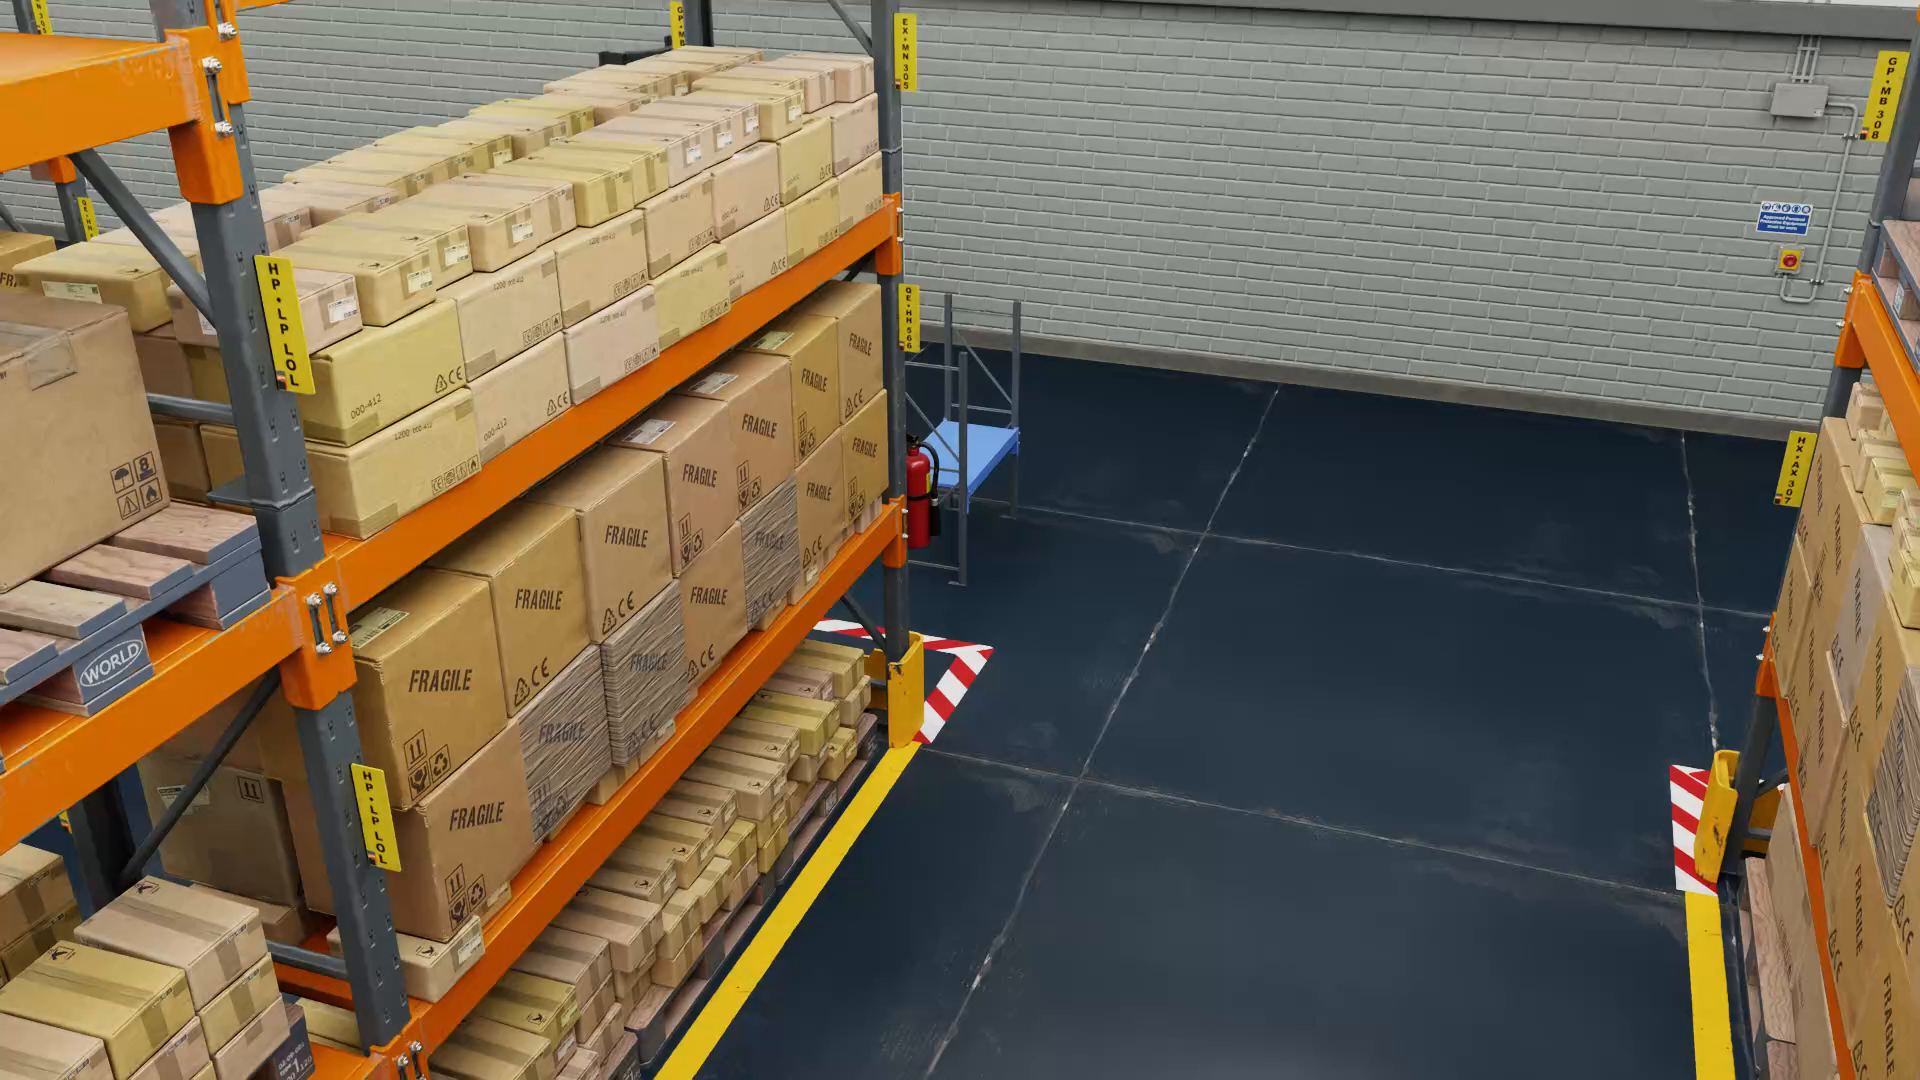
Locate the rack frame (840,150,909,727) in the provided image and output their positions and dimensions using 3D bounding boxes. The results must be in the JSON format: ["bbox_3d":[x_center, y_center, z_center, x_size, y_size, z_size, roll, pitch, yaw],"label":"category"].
[{"bbox_3d":[-0.753,-0.458,8.254,1.000,3.000,0.127,9,27,17],"label":"rack frame"}]

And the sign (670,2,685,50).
[{"bbox_3d":[-1.265,-2.280,7.572,0.100,0.325,0.005,9,27,17],"label":"sign"}]

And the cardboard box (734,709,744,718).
[{"bbox_3d":[-1.239,0.925,8.188,0.380,0.149,0.250,9,27,17],"label":"cardboard box"}]

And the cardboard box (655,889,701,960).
[{"bbox_3d":[-1.265,1.507,6.644,0.380,0.149,0.250,9,27,17],"label":"cardboard box"}]

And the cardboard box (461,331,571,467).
[{"bbox_3d":[-1.523,-0.456,4.979,0.500,0.250,0.500,8,27,17],"label":"cardboard box"}]

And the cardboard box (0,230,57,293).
[{"bbox_3d":[-5.311,-1.384,9.137,0.500,0.500,0.500,9,27,18],"label":"cardboard box"}]

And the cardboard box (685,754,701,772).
[{"bbox_3d":[-1.017,1.070,7.546,0.380,0.149,0.250,8,27,17],"label":"cardboard box"}]

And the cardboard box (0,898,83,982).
[{"bbox_3d":[-2.649,1.071,4.560,0.380,0.149,0.250,9,27,18],"label":"cardboard box"}]

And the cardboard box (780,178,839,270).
[{"bbox_3d":[-0.818,-1.304,6.732,0.500,0.250,0.500,9,27,18],"label":"cardboard box"}]

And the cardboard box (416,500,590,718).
[{"bbox_3d":[-1.546,0.192,5.309,0.500,0.500,0.500,8,27,16],"label":"cardboard box"}]

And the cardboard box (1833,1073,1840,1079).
[{"bbox_3d":[3.225,2.216,5.189,0.875,0.438,0.875,8,27,16],"label":"cardboard box"}]

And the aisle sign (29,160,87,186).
[{"bbox_3d":[-5.090,-2.375,9.230,0.394,0.787,0.004,9,27,17],"label":"aisle sign"}]

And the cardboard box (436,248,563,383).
[{"bbox_3d":[-1.527,-0.689,4.887,0.500,0.250,0.500,9,27,17],"label":"cardboard box"}]

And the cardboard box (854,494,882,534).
[{"bbox_3d":[-0.595,-0.170,7.947,0.380,0.149,0.250,9,27,18],"label":"cardboard box"}]

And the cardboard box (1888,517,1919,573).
[{"bbox_3d":[3.124,0.068,5.161,0.380,0.149,0.250,9,27,18],"label":"cardboard box"}]

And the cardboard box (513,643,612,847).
[{"bbox_3d":[-1.524,0.636,5.539,0.500,0.500,0.500,9,27,17],"label":"cardboard box"}]

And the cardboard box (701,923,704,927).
[{"bbox_3d":[-1.251,1.519,6.960,0.380,0.149,0.250,10,27,19],"label":"cardboard box"}]

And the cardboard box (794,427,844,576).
[{"bbox_3d":[-0.836,-0.204,7.273,0.500,0.500,0.500,8,27,17],"label":"cardboard box"}]

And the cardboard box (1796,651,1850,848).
[{"bbox_3d":[3.190,0.747,5.650,0.500,0.500,0.500,9,27,17],"label":"cardboard box"}]

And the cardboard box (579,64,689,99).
[{"bbox_3d":[-1.337,-1.842,6.811,0.380,0.149,0.250,9,27,17],"label":"cardboard box"}]

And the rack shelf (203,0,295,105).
[{"bbox_3d":[-1.419,-2.011,5.406,1.077,0.370,4.000,9,27,17],"label":"rack shelf"}]

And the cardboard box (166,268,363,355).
[{"bbox_3d":[-1.759,-0.586,4.216,0.380,0.149,0.250,8,27,16],"label":"cardboard box"}]

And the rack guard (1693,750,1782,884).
[{"bbox_3d":[3.956,1.334,7.422,1.175,0.500,0.348,9,27,17],"label":"rack guard"}]

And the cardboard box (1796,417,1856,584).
[{"bbox_3d":[3.520,-0.121,6.295,0.500,0.500,0.500,8,27,16],"label":"cardboard box"}]

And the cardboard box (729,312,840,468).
[{"bbox_3d":[-0.840,-0.654,7.056,0.500,0.500,0.500,8,27,16],"label":"cardboard box"}]

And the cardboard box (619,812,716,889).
[{"bbox_3d":[-1.230,1.262,6.808,0.380,0.149,0.250,9,27,18],"label":"cardboard box"}]

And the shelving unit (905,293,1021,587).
[{"bbox_3d":[-0.028,-0.640,10.351,0.538,1.500,1.048,9,27,17],"label":"shelving unit"}]

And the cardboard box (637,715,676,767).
[{"bbox_3d":[-1.289,0.682,6.188,0.380,0.149,0.250,10,28,20],"label":"cardboard box"}]

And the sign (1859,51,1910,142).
[{"bbox_3d":[3.427,-1.644,6.167,0.100,0.325,0.005,9,27,17],"label":"sign"}]

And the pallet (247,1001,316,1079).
[{"bbox_3d":[-2.476,1.565,4.295,1.003,0.211,1.213,9,27,17],"label":"pallet"}]

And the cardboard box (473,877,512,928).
[{"bbox_3d":[-1.666,1.113,5.297,0.380,0.149,0.250,10,27,19],"label":"cardboard box"}]

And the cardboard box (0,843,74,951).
[{"bbox_3d":[-2.649,0.937,4.496,0.380,0.149,0.250,10,28,20],"label":"cardboard box"}]

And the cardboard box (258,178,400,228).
[{"bbox_3d":[-1.919,-0.977,5.024,0.380,0.149,0.250,10,27,19],"label":"cardboard box"}]

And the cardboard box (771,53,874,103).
[{"bbox_3d":[-0.587,-1.966,7.067,0.380,0.149,0.250,9,27,17],"label":"cardboard box"}]

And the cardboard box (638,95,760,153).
[{"bbox_3d":[-0.973,-1.553,6.215,0.380,0.149,0.250,8,27,16],"label":"cardboard box"}]

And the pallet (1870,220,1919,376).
[{"bbox_3d":[3.711,-0.785,5.590,1.003,0.211,1.213,9,27,17],"label":"pallet"}]

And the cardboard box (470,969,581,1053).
[{"bbox_3d":[-1.589,1.685,5.935,0.380,0.149,0.250,8,27,17],"label":"cardboard box"}]

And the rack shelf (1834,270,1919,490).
[{"bbox_3d":[3.283,0.014,4.662,1.077,0.370,4.000,9,27,17],"label":"rack shelf"}]

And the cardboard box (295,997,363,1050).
[{"bbox_3d":[-2.164,1.718,5.867,0.380,0.149,0.250,9,27,18],"label":"cardboard box"}]

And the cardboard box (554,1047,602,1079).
[{"bbox_3d":[-1.538,1.958,6.054,0.380,0.149,0.250,9,27,17],"label":"cardboard box"}]

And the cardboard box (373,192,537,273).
[{"bbox_3d":[-1.478,-0.904,4.874,0.380,0.149,0.250,8,27,16],"label":"cardboard box"}]

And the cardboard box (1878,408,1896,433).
[{"bbox_3d":[3.549,-0.345,6.014,0.380,0.149,0.250,9,27,19],"label":"cardboard box"}]

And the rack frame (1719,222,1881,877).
[{"bbox_3d":[3.948,0.218,6.857,1.000,3.000,0.127,9,27,17],"label":"rack frame"}]

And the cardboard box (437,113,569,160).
[{"bbox_3d":[-1.620,-1.411,5.921,0.380,0.149,0.250,10,27,19],"label":"cardboard box"}]

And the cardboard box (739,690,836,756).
[{"bbox_3d":[-0.795,0.843,7.675,0.380,0.149,0.250,8,27,16],"label":"cardboard box"}]

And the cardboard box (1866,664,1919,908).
[{"bbox_3d":[2.851,0.715,4.568,0.500,0.500,0.500,9,27,18],"label":"cardboard box"}]

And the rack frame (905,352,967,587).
[{"bbox_3d":[-0.198,-0.431,9.919,0.500,1.500,0.032,9,27,17],"label":"rack frame"}]

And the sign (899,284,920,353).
[{"bbox_3d":[-0.237,-1.033,7.749,0.100,0.325,0.005,9,27,17],"label":"sign"}]

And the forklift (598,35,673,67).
[{"bbox_3d":[-2.341,-1.881,11.271,3.031,2.935,1.130,13,29,24],"label":"forklift"}]

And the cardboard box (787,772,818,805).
[{"bbox_3d":[-0.891,1.099,7.827,0.380,0.149,0.250,9,27,17],"label":"cardboard box"}]

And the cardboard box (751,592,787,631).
[{"bbox_3d":[-0.961,0.244,7.091,0.380,0.149,0.250,8,27,15],"label":"cardboard box"}]

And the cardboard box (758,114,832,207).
[{"bbox_3d":[-0.836,-1.529,6.622,0.500,0.250,0.500,8,27,16],"label":"cardboard box"}]
